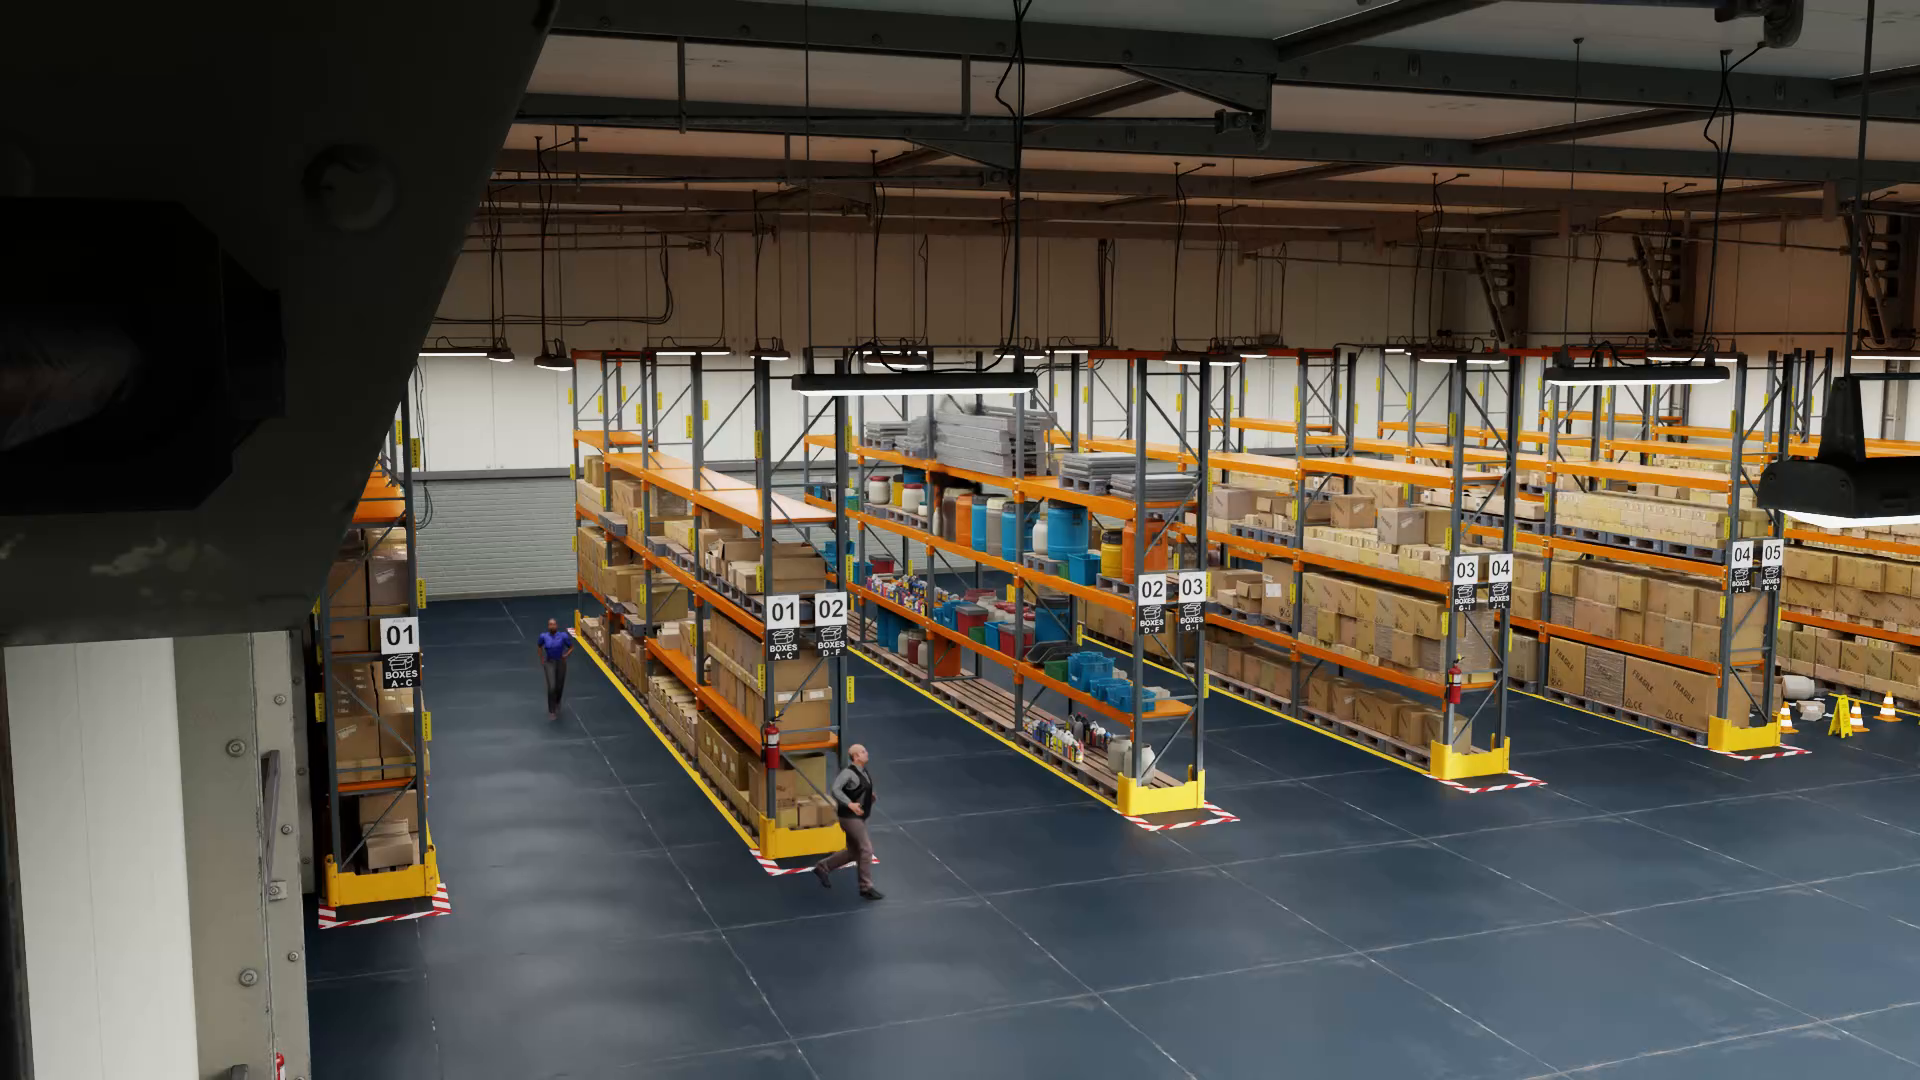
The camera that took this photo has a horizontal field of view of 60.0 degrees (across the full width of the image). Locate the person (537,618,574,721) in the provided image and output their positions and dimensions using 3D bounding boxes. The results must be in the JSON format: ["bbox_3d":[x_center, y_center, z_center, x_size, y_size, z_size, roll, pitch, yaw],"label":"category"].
[{"bbox_3d":[-6.680,2.118,27.511,0.587,1.722,0.725,-2,7,-16],"label":"person"}]

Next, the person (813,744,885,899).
[{"bbox_3d":[-1.227,3.168,18.892,0.866,1.717,0.690,2,7,13],"label":"person"}]

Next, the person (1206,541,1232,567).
[{"bbox_3d":[5.705,0.878,36.829,0.686,1.839,0.799,-3,8,-21],"label":"person"}]
